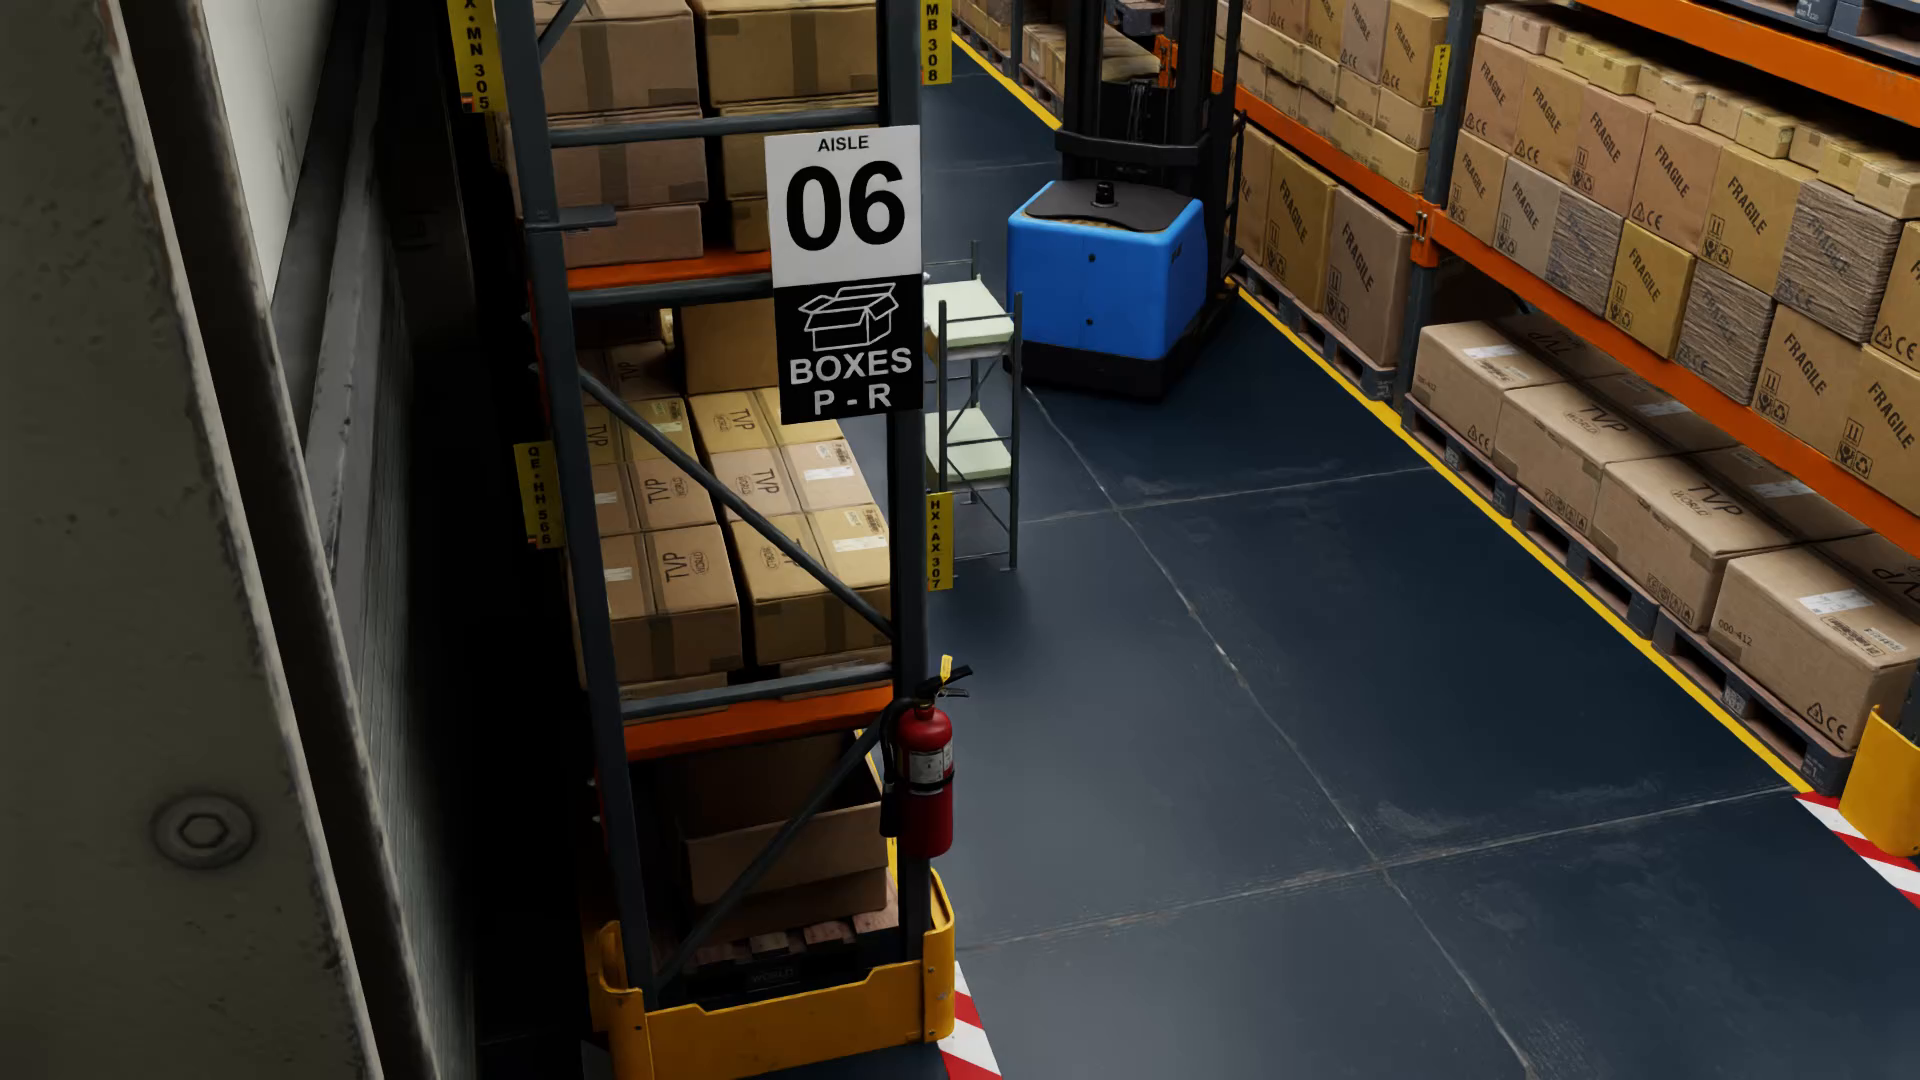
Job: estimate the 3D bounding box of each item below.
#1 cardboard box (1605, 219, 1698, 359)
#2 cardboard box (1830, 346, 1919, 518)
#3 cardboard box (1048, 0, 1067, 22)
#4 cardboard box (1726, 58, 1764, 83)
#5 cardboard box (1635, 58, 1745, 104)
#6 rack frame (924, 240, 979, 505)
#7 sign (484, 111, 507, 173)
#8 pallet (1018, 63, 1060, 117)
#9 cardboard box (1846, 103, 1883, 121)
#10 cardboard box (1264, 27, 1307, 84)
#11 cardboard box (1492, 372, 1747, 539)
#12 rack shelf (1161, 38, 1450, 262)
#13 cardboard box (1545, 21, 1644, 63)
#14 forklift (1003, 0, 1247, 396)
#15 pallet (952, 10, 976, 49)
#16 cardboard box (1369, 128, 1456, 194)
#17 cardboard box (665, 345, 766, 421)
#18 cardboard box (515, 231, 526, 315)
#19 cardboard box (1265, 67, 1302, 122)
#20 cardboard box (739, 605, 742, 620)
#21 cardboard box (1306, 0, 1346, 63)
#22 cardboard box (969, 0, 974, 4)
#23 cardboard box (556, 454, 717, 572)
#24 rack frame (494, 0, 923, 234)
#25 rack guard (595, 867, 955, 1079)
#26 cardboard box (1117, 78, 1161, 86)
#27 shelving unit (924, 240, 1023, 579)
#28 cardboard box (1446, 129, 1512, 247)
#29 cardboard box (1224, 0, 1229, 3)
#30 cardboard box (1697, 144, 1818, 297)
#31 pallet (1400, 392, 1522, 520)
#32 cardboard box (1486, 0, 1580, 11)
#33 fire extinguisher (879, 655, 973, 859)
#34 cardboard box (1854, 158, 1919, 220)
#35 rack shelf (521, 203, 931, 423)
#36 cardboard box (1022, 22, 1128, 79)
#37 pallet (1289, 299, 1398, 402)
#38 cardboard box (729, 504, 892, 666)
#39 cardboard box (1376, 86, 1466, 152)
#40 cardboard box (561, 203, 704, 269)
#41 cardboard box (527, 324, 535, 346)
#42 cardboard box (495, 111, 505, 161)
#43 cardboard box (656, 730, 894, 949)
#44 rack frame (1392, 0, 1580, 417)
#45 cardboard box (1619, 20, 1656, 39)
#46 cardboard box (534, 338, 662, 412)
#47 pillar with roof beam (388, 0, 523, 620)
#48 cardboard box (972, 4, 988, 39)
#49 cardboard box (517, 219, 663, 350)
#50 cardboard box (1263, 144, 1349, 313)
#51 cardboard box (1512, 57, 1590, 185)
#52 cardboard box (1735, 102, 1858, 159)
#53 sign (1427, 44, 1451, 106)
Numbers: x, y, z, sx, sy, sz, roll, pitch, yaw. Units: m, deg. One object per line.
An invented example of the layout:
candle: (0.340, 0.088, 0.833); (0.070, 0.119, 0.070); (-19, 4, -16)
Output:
cardboard box: (3.394, -1.187, 7.707); (0.500, 0.500, 0.500); (-7, 31, -12)
cardboard box: (3.809, -0.448, 6.430); (0.500, 0.500, 0.500); (-8, 31, -13)
cardboard box: (1.110, -5.640, 17.076); (0.500, 0.500, 0.500); (-6, 31, -11)
cardboard box: (3.797, -2.163, 7.748); (0.380, 0.149, 0.250); (-8, 31, -14)
cardboard box: (3.351, -2.098, 7.635); (0.380, 0.149, 0.250); (-8, 31, -13)
rack frame: (-0.099, -0.829, 8.685); (0.400, 1.500, 0.023); (-8, 31, -13)
sign: (-2.189, -1.903, 7.887); (0.100, 0.325, 0.005); (-8, 31, -13)
pallet: (1.215, -4.420, 16.176); (1.003, 0.211, 1.213); (-8, 31, -13)
cardboard box: (4.034, -1.800, 7.121); (0.380, 0.149, 0.250); (-8, 31, -13)
cardboard box: (2.343, -3.206, 10.945); (0.500, 0.250, 0.500); (-7, 31, -12)
cardboard box: (3.431, -0.462, 8.692); (0.875, 0.438, 0.875); (-9, 31, -15)
rack shelf: (2.599, -2.793, 11.300); (1.077, 0.370, 4.000); (-8, 31, -13)
cardboard box: (3.156, -2.469, 8.276); (0.380, 0.149, 0.250); (-8, 31, -14)
forklift: (1.294, -2.864, 10.772); (1.130, 2.935, 3.031); (11, 32, 19)
pallet: (0.467, -5.706, 18.397); (1.003, 0.211, 1.213); (-8, 31, -13)
cardboard box: (2.768, -2.257, 9.805); (0.500, 0.250, 0.500); (-9, 31, -14)
cardboard box: (-0.882, -0.596, 6.638); (0.500, 0.250, 0.500); (-9, 31, -15)
cardboard box: (-2.623, -1.773, 10.895); (0.500, 0.500, 0.500); (-6, 31, -11)
cardboard box: (2.377, -2.998, 11.085); (0.500, 0.250, 0.500); (-8, 31, -13)
cardboard box: (-0.631, 0.129, 5.783); (0.380, 0.149, 0.250); (-8, 31, -14)
cardboard box: (2.509, -3.294, 10.348); (0.500, 0.500, 0.500); (-7, 31, -12)
cardboard box: (0.318, -6.061, 17.804); (0.500, 0.500, 0.500); (-6, 31, -11)
cardboard box: (-1.107, -0.045, 5.686); (0.500, 0.250, 0.500); (-8, 31, -13)
rack frame: (-0.593, -2.142, 3.467); (1.000, 3.000, 0.127); (-8, 31, -13)
rack guard: (-0.613, 1.500, 5.659); (1.175, 0.500, 0.348); (-8, 31, -13)
cardboard box: (1.724, -3.745, 14.429); (0.950, 0.372, 0.625); (-8, 31, -14)
shelving unit: (-0.002, -0.652, 8.380); (0.431, 1.500, 0.755); (-8, 31, -13)
cardboard box: (3.002, -1.921, 8.974); (0.500, 0.500, 0.500); (-7, 31, -12)
cardboard box: (2.105, -4.038, 11.634); (0.500, 0.500, 0.500); (-8, 31, -13)
cardboard box: (3.539, -1.372, 7.028); (0.500, 0.500, 0.500); (-8, 31, -14)
pallet: (3.256, -0.554, 9.497); (1.003, 0.211, 1.213); (-8, 31, -13)
cardboard box: (3.290, -2.866, 9.609); (0.500, 0.500, 0.500); (-7, 31, -13)
fire extinguisher: (-0.108, 0.659, 5.066); (0.296, 0.674, 0.183); (-8, 31, -13)
cardboard box: (3.663, -1.343, 6.331); (0.380, 0.149, 0.250); (-8, 31, -14)
rack shelf: (-1.124, -1.498, 6.067); (1.077, 0.370, 4.000); (-8, 31, -13)
cardboard box: (1.148, -4.794, 16.242); (0.950, 0.372, 0.625); (-7, 31, -13)
pallet: (2.853, -1.295, 10.776); (1.003, 0.211, 1.213); (-8, 31, -13)
cardboard box: (-0.454, 0.136, 5.373); (0.500, 0.250, 0.500); (-8, 31, -13)
cardboard box: (2.779, -2.471, 9.675); (0.500, 0.250, 0.500); (-8, 31, -13)
cardboard box: (-0.901, -0.858, 4.495); (0.380, 0.149, 0.250); (-7, 31, -12)
cardboard box: (-2.193, -1.016, 9.586); (0.500, 0.500, 0.500); (-9, 31, -15)
cardboard box: (-1.121, -1.332, 4.915); (0.500, 0.250, 0.500); (-8, 31, -13)
cardboard box: (-0.664, 1.046, 6.022); (0.797, 0.503, 0.637); (-9, 31, -15)
rack frame: (3.130, -2.139, 9.451); (1.000, 3.000, 0.127); (-8, 31, -13)
cardboard box: (3.541, -2.526, 8.374); (0.380, 0.149, 0.250); (-8, 31, -13)
cardboard box: (-1.509, -0.775, 6.947); (0.500, 0.250, 0.500); (-7, 31, -12)
pillar with roof beam: (1.812, -4.190, 7.006); (9.100, 9.000, 0.400); (-8, 31, -13)
cardboard box: (0.440, -5.500, 17.584); (0.500, 0.250, 0.500); (-9, 31, -15)
cardboard box: (-1.516, -1.111, 6.779); (0.500, 0.500, 0.500); (-9, 31, -15)
cardboard box: (2.641, -2.125, 11.129); (0.875, 0.875, 0.875); (-7, 31, -12)
cardboard box: (3.151, -2.108, 8.299); (0.500, 0.500, 0.500); (-8, 31, -14)
cardboard box: (3.512, -1.719, 6.981); (0.380, 0.149, 0.250); (-7, 31, -12)
sign: (2.610, -2.529, 9.048); (0.100, 0.325, 0.005); (-8, 31, -13)
